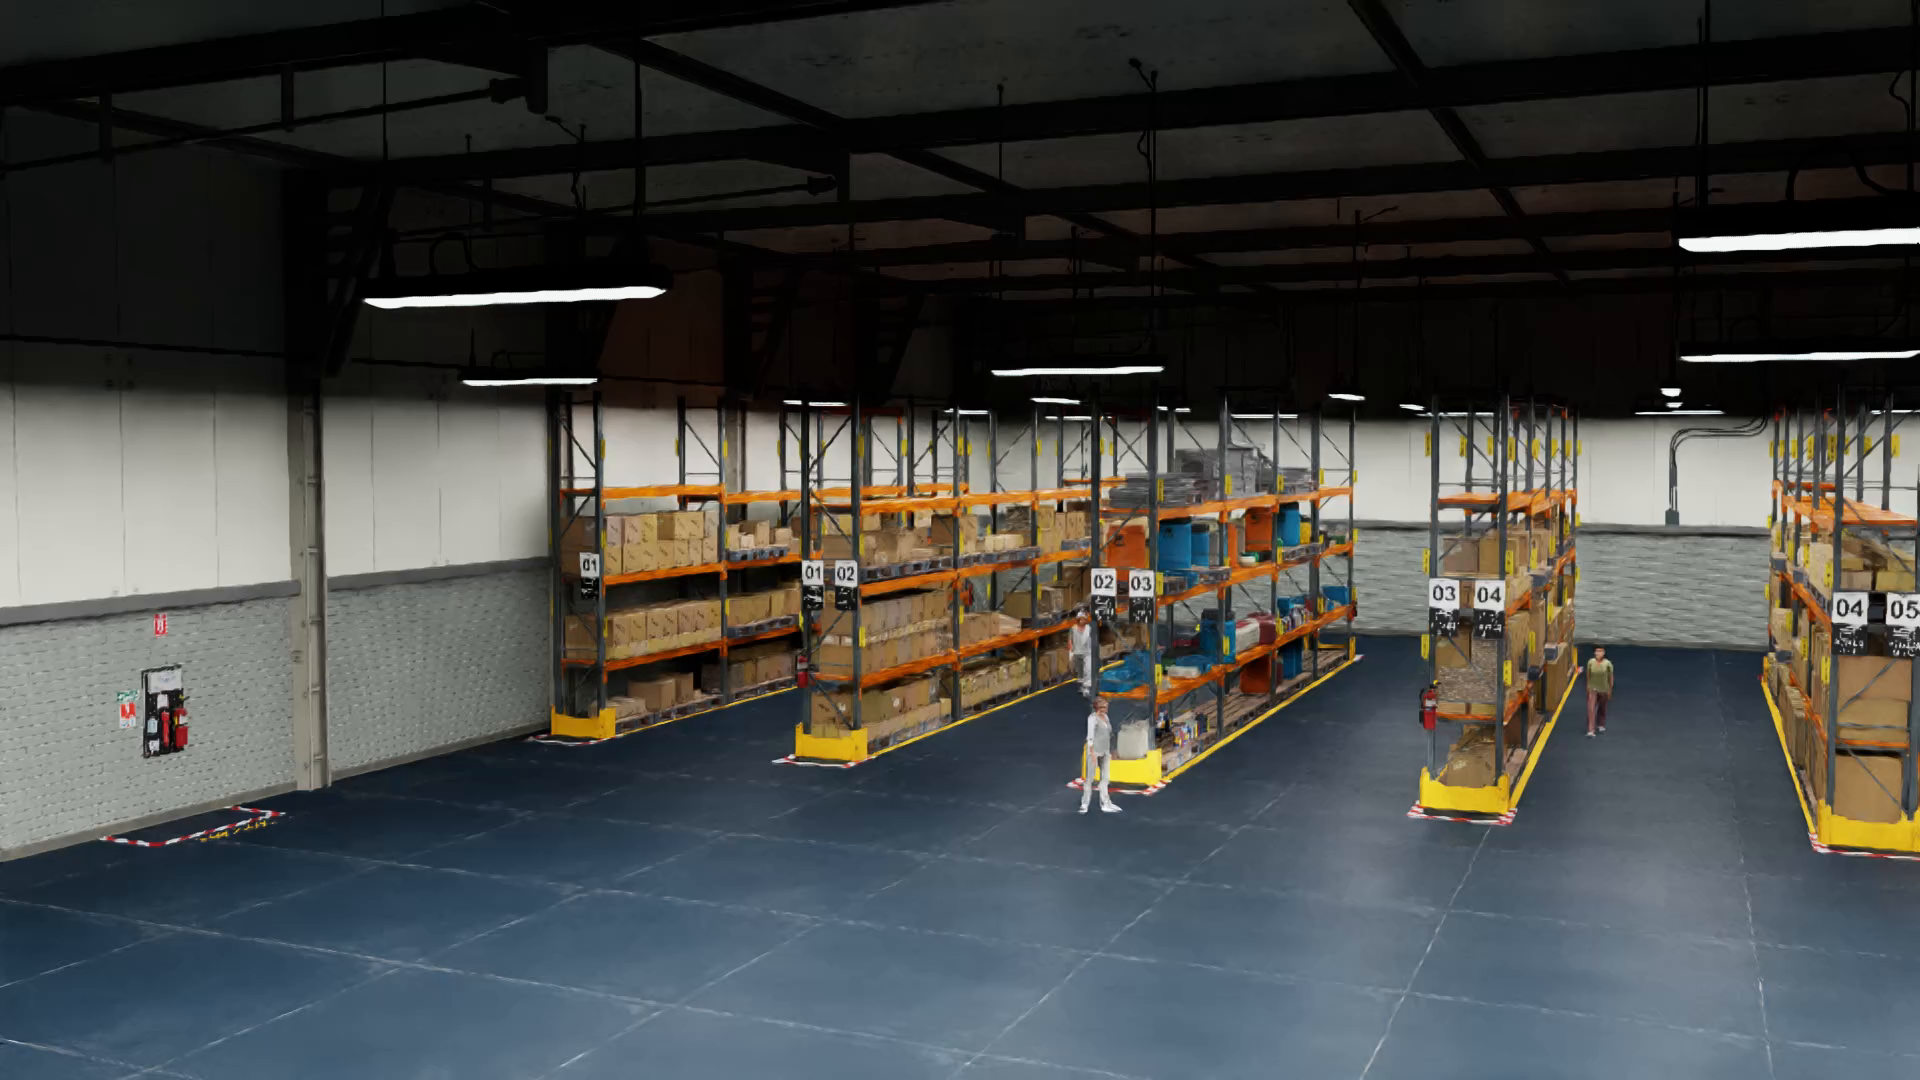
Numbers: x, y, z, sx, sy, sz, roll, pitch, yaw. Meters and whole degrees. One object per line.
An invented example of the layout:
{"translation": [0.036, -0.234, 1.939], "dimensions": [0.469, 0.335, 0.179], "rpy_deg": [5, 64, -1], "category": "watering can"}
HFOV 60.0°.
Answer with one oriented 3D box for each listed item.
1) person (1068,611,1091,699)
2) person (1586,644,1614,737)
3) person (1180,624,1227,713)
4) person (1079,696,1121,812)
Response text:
{"translation": [2.434, 2.284, 33.351], "dimensions": [0.528, 1.728, 1.032], "rpy_deg": [1, 3, 15], "category": "person"}
{"translation": [11.104, 2.596, 28.872], "dimensions": [0.445, 1.589, 1.110], "rpy_deg": [1, 3, 21], "category": "person"}
{"translation": [4.617, 2.423, 31.312], "dimensions": [0.979, 1.718, 0.618], "rpy_deg": [-3, 4, -43], "category": "person"}
{"translation": [1.891, 2.939, 22.828], "dimensions": [0.529, 1.598, 0.434], "rpy_deg": [-3, 4, -43], "category": "person"}
